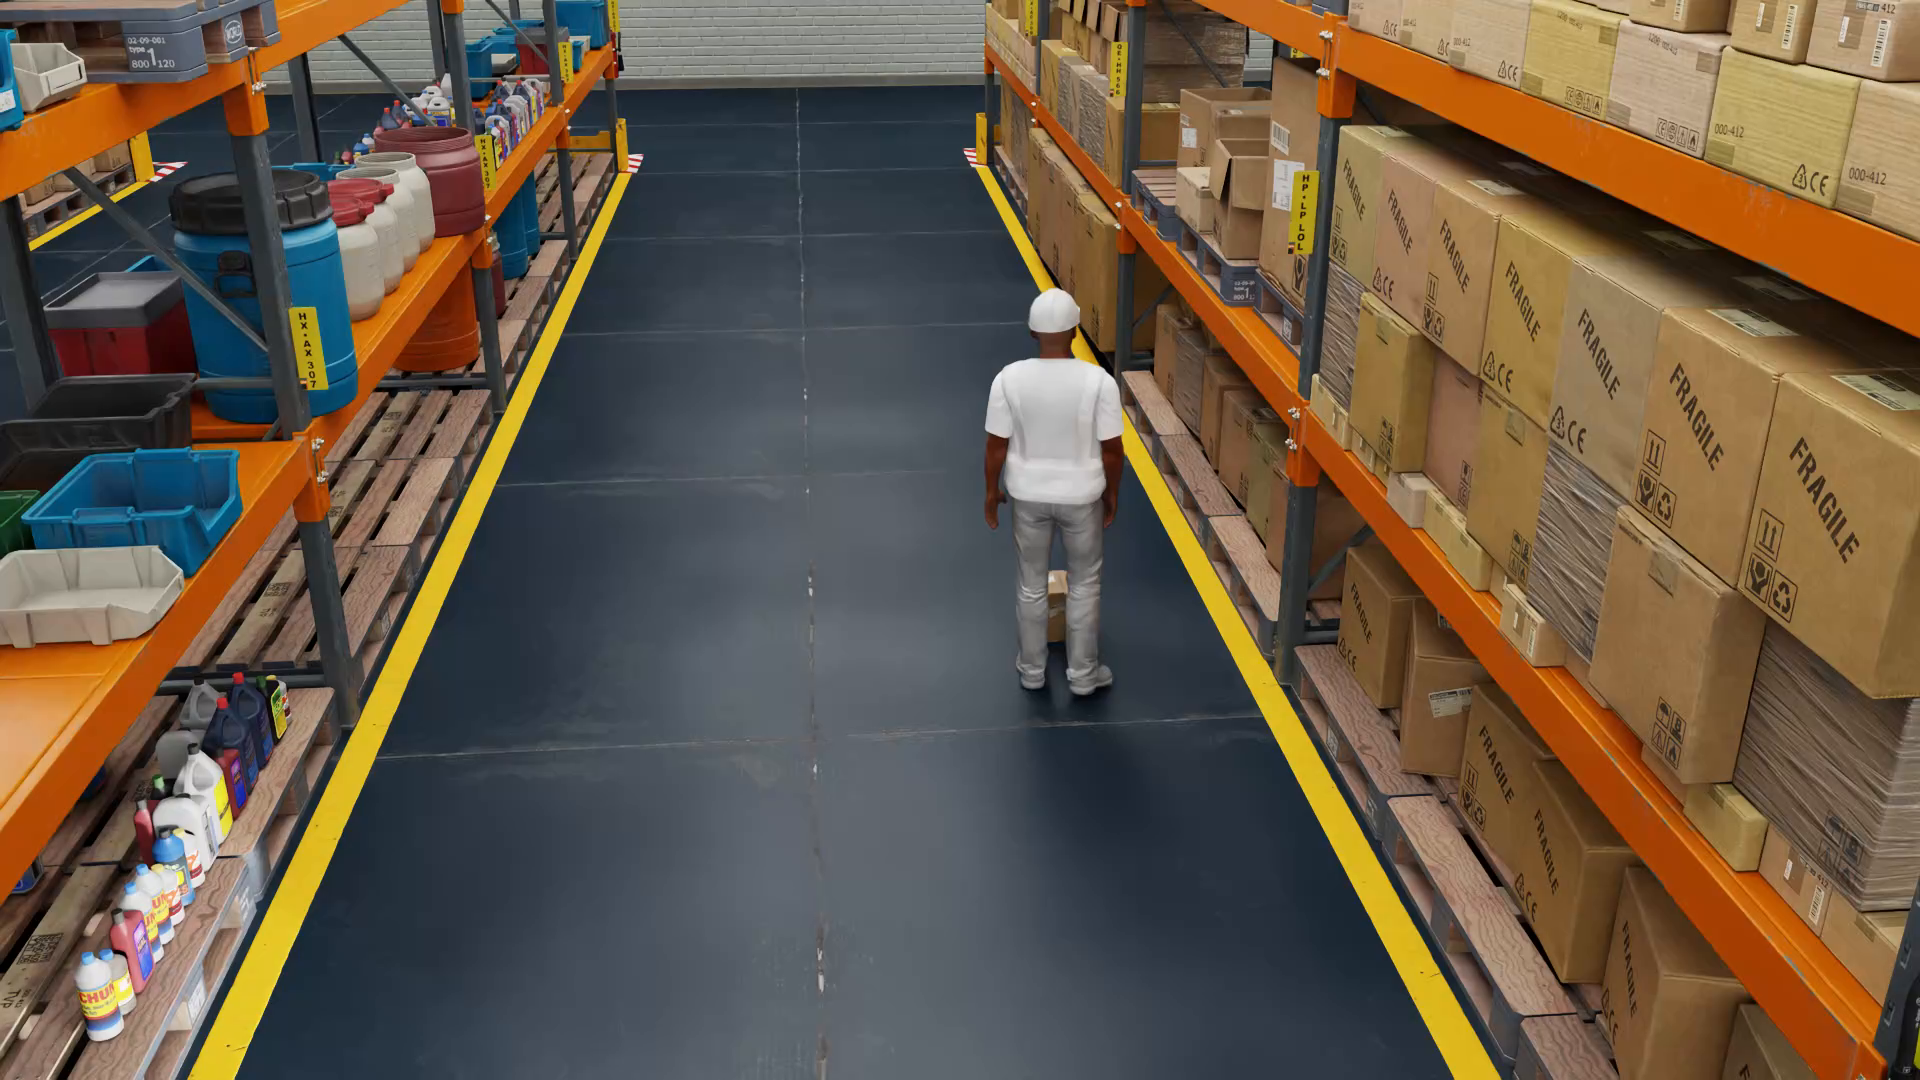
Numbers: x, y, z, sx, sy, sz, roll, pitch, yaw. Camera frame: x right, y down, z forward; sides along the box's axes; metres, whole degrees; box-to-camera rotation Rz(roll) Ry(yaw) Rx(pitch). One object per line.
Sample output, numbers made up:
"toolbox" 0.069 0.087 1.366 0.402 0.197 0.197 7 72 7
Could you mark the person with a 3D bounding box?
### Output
"person" 0.391 -0.189 7.003 0.583 1.788 0.370 3 24 7
